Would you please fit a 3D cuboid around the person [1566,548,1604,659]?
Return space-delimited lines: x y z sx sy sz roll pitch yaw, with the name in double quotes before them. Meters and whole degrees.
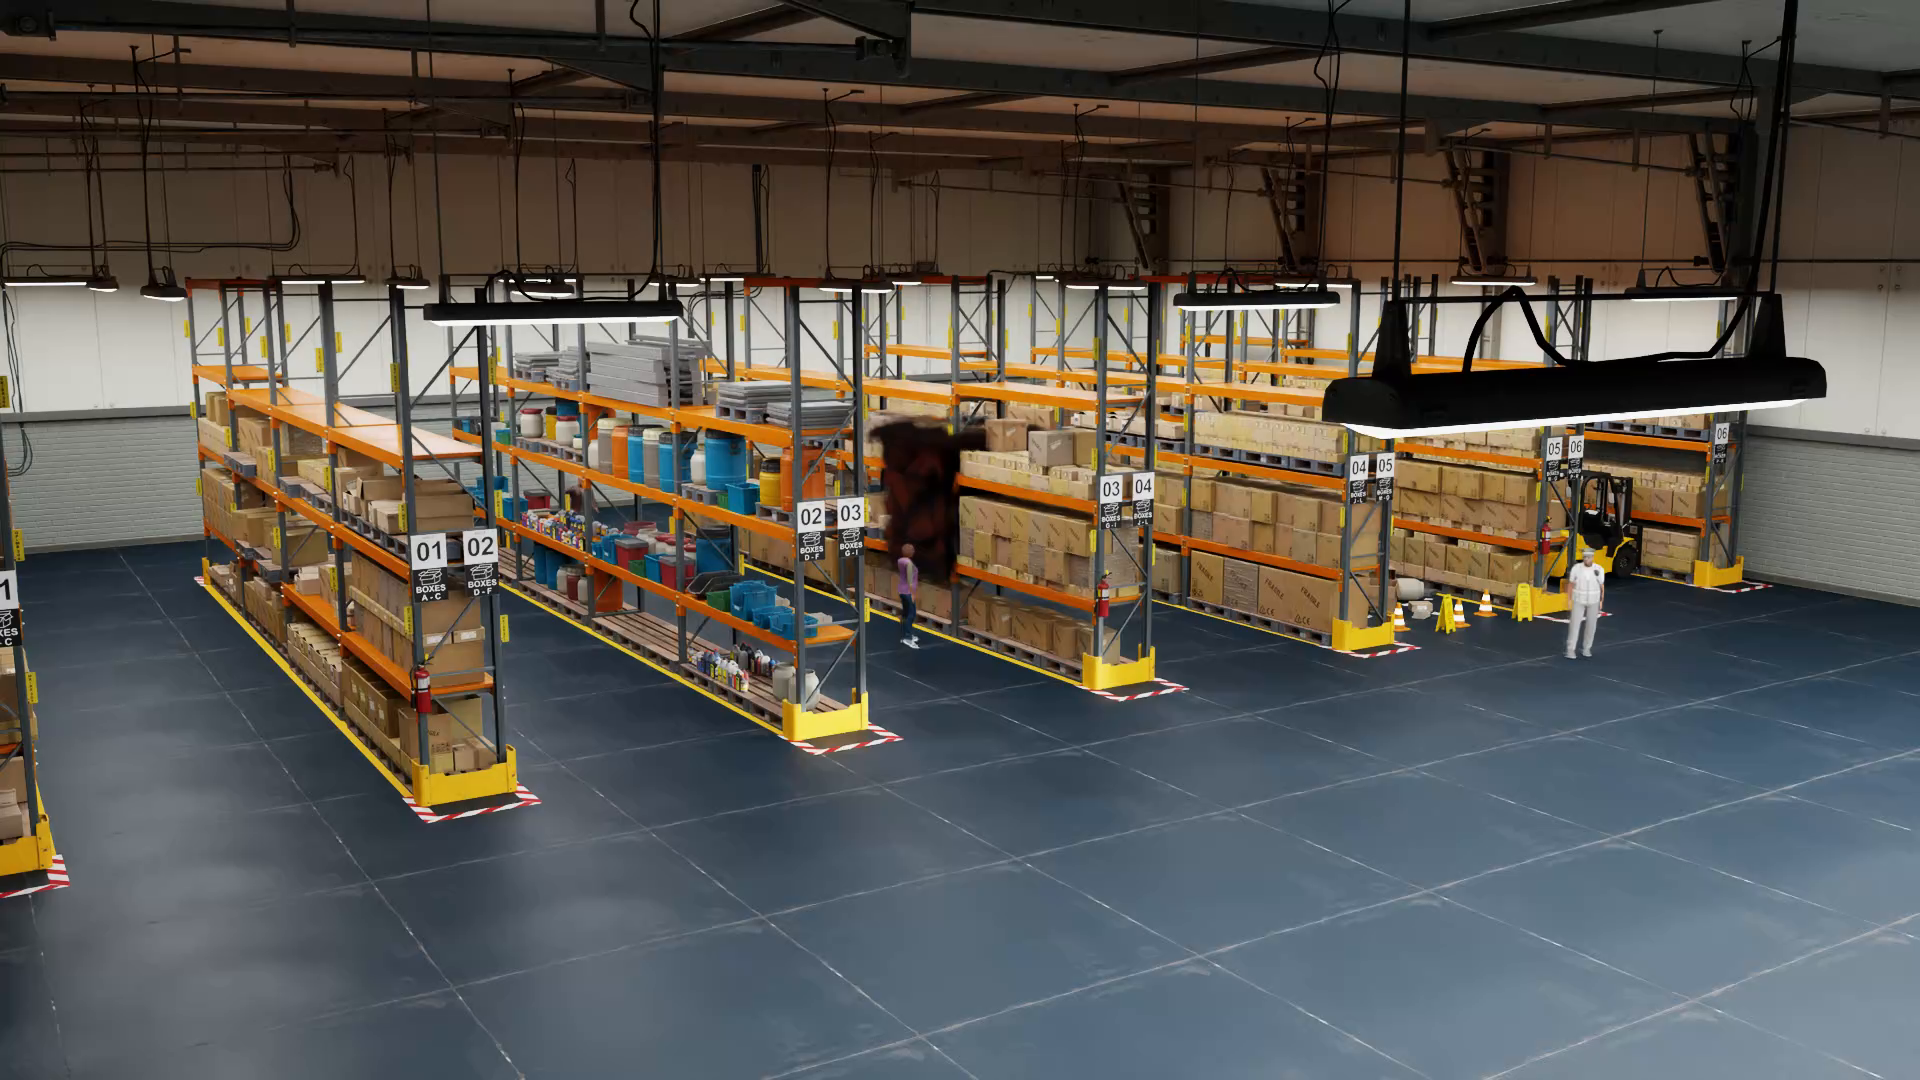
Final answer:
"person" 10.057 1.009 26.719 0.549 1.786 0.560 2 10 14

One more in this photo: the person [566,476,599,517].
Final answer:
"person" -8.253 -0.527 36.165 0.702 1.812 0.936 -6 11 -33

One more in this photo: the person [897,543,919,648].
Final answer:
"person" -0.815 0.868 26.408 0.346 1.650 0.483 -3 10 -17
